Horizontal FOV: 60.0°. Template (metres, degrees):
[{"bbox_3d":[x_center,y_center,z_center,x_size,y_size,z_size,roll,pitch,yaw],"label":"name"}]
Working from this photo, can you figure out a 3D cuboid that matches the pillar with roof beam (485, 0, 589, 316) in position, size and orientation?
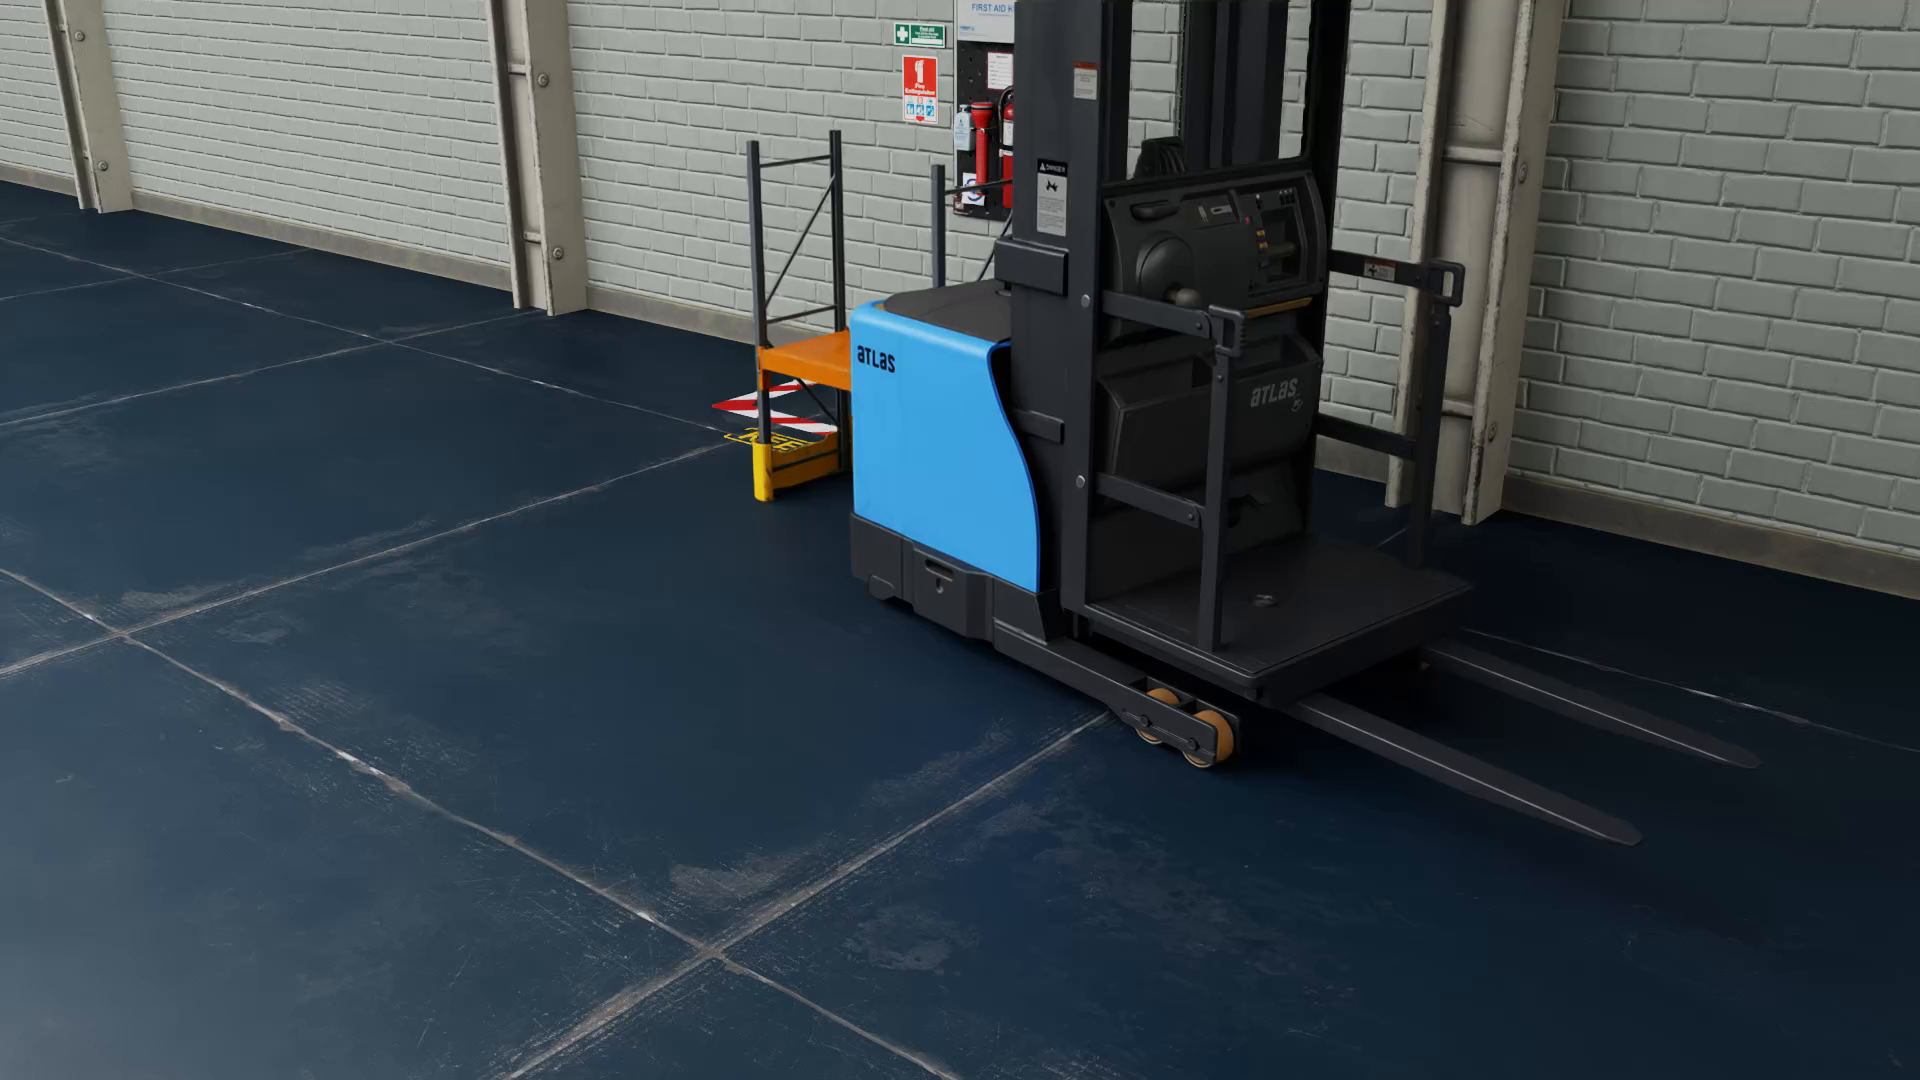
[{"bbox_3d":[-5.319,-4.517,5.894,0.400,9.000,9.100,16,26,36],"label":"pillar with roof beam"}]

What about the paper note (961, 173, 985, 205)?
[{"bbox_3d":[0.067,-1.756,8.323,0.142,0.148,0.016,16,26,36],"label":"paper note"}]

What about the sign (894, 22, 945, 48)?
[{"bbox_3d":[-0.205,-2.523,8.306,0.331,0.109,0.001,16,26,36],"label":"sign"}]

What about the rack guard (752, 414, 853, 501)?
[{"bbox_3d":[-0.662,-0.367,7.287,0.087,0.250,0.587,18,27,39],"label":"rack guard"}]

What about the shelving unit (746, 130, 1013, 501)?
[{"bbox_3d":[-0.294,-0.833,6.752,1.083,1.500,0.587,18,27,39],"label":"shelving unit"}]

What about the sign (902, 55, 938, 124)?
[{"bbox_3d":[-0.203,-2.278,8.408,0.234,0.329,0.001,16,26,36],"label":"sign"}]

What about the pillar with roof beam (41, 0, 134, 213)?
[{"bbox_3d":[-9.968,-5.856,9.443,0.400,9.000,9.100,16,26,36],"label":"pillar with roof beam"}]

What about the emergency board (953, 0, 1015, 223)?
[{"bbox_3d":[0.161,-2.110,8.013,0.643,1.169,0.194,16,26,36],"label":"emergency board"}]

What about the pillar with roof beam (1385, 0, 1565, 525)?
[{"bbox_3d":[-0.671,-3.179,2.344,0.400,9.000,9.100,16,26,36],"label":"pillar with roof beam"}]

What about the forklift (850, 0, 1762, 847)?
[{"bbox_3d":[0.927,-0.902,4.905,1.130,2.935,3.031,-16,26,-37],"label":"forklift"}]

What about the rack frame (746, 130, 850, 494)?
[{"bbox_3d":[-0.677,-0.956,7.078,0.032,1.500,0.500,18,27,39],"label":"rack frame"}]

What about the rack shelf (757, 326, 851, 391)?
[{"bbox_3d":[-0.301,-0.667,6.822,1.000,0.185,0.538,18,27,39],"label":"rack shelf"}]

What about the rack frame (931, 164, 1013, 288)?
[{"bbox_3d":[0.075,-0.715,6.438,0.032,1.500,0.500,18,27,39],"label":"rack frame"}]
